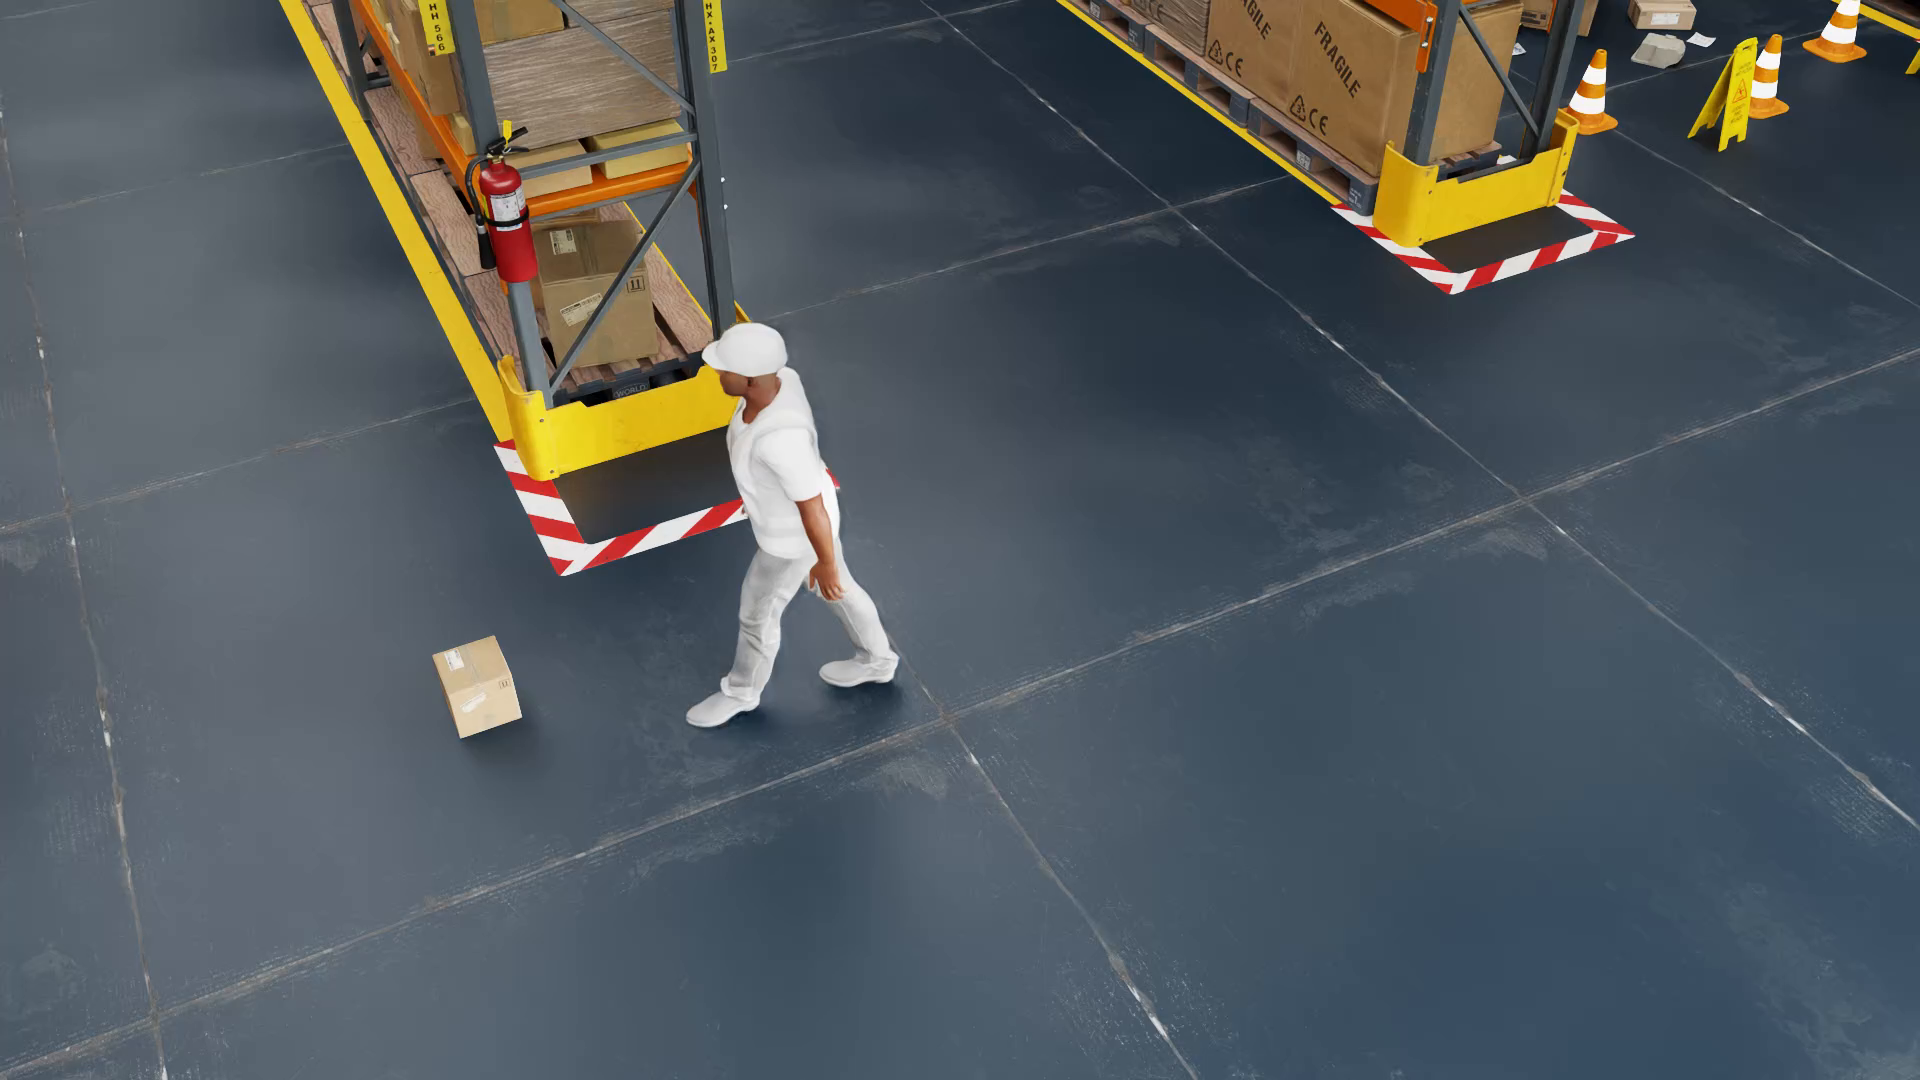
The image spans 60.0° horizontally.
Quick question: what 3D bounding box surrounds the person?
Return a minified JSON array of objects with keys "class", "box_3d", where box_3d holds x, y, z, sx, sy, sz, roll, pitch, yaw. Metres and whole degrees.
[{"class":"person","box_3d":[-0.710,-0.071,6.204,0.914,1.716,0.602,-2,41,-2]}]
